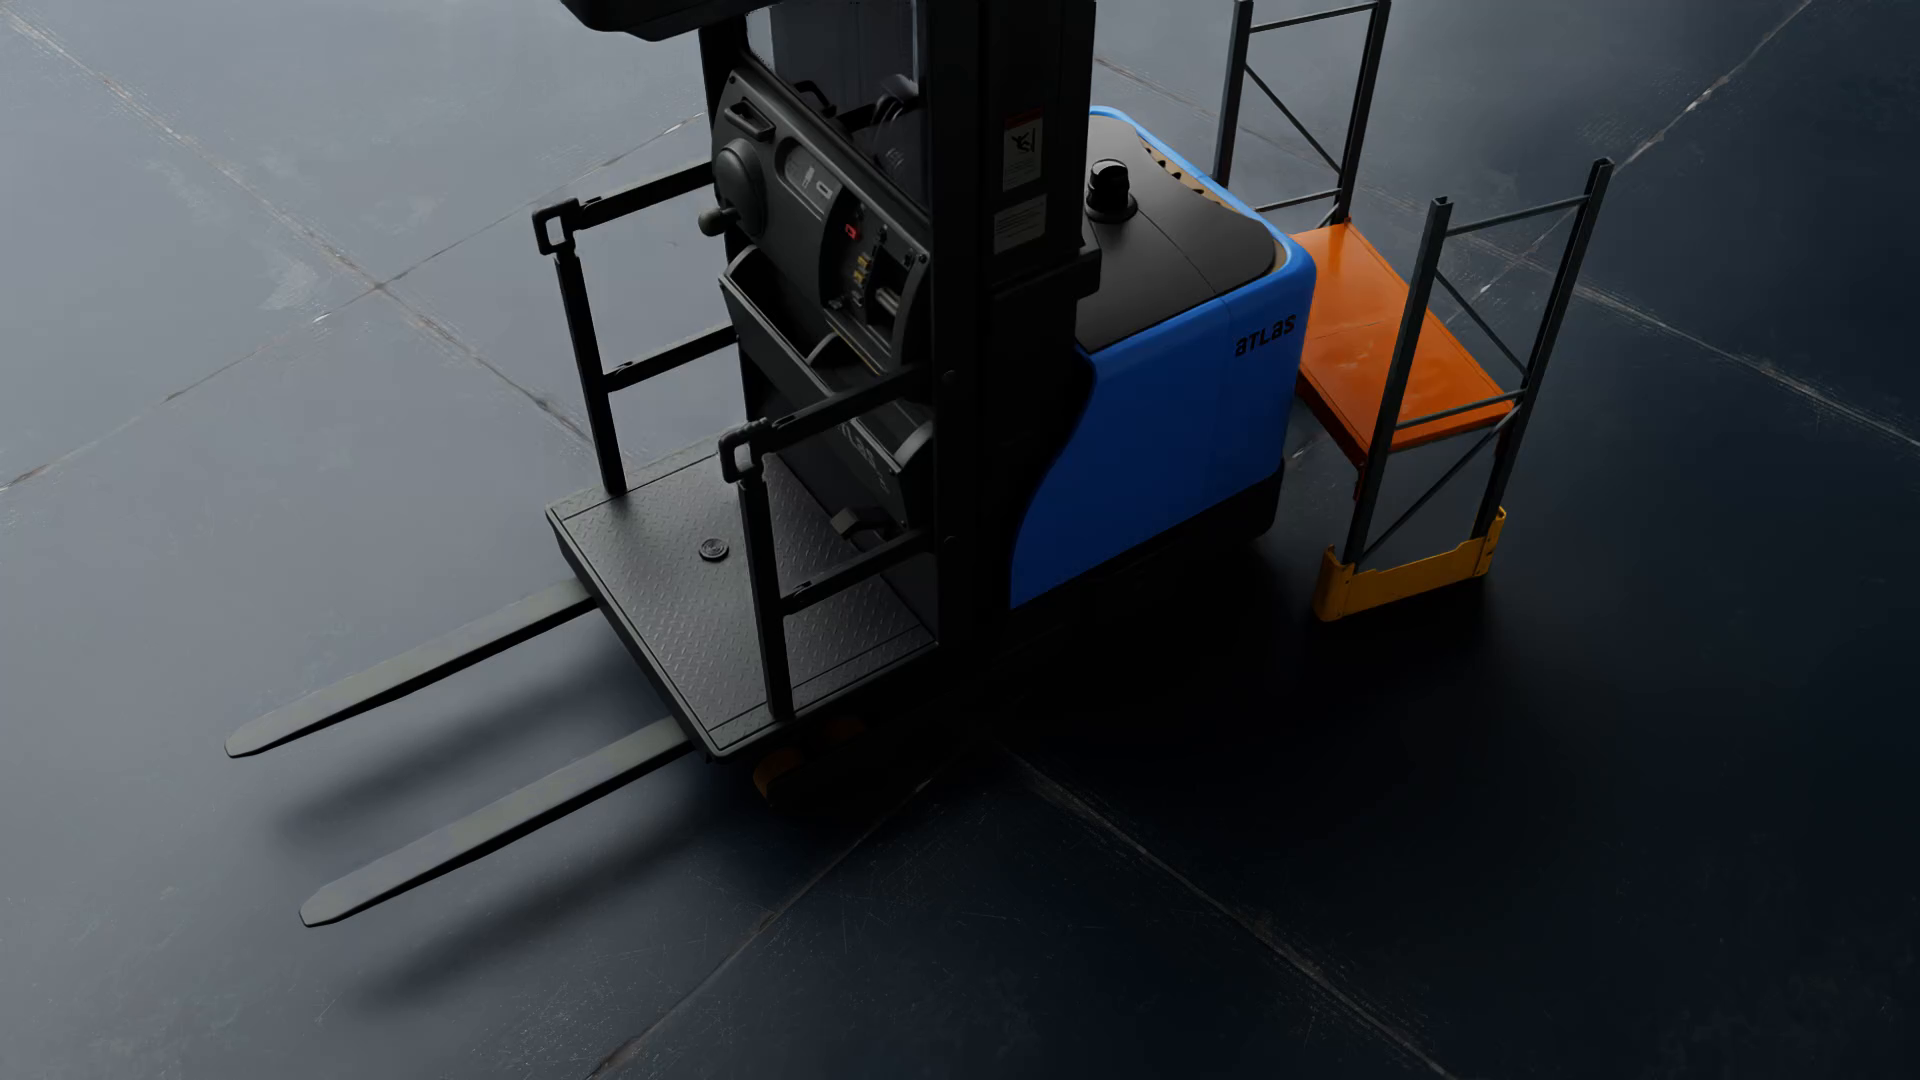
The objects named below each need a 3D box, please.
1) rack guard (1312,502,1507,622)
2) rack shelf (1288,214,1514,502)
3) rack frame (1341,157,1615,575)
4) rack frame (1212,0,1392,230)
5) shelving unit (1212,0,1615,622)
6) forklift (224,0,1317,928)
[{"bbox_3d":[1.354,0.062,5.020,0.587,0.250,0.087,-15,49,-14],"label":"rack guard"},{"bbox_3d":[1.181,-0.576,5.009,0.538,0.185,1.000,-15,49,-14],"label":"rack shelf"},{"bbox_3d":[1.361,-0.352,4.552,0.500,1.500,0.032,-15,49,-14],"label":"rack frame"},{"bbox_3d":[1.002,-1.046,5.203,0.500,1.500,0.032,-15,49,-14],"label":"rack frame"},{"bbox_3d":[1.178,-0.705,4.883,0.587,1.500,1.083,-15,49,-14],"label":"shelving unit"},{"bbox_3d":[-0.522,-0.720,3.915,3.031,2.935,1.130,-26,52,-22],"label":"forklift"}]
